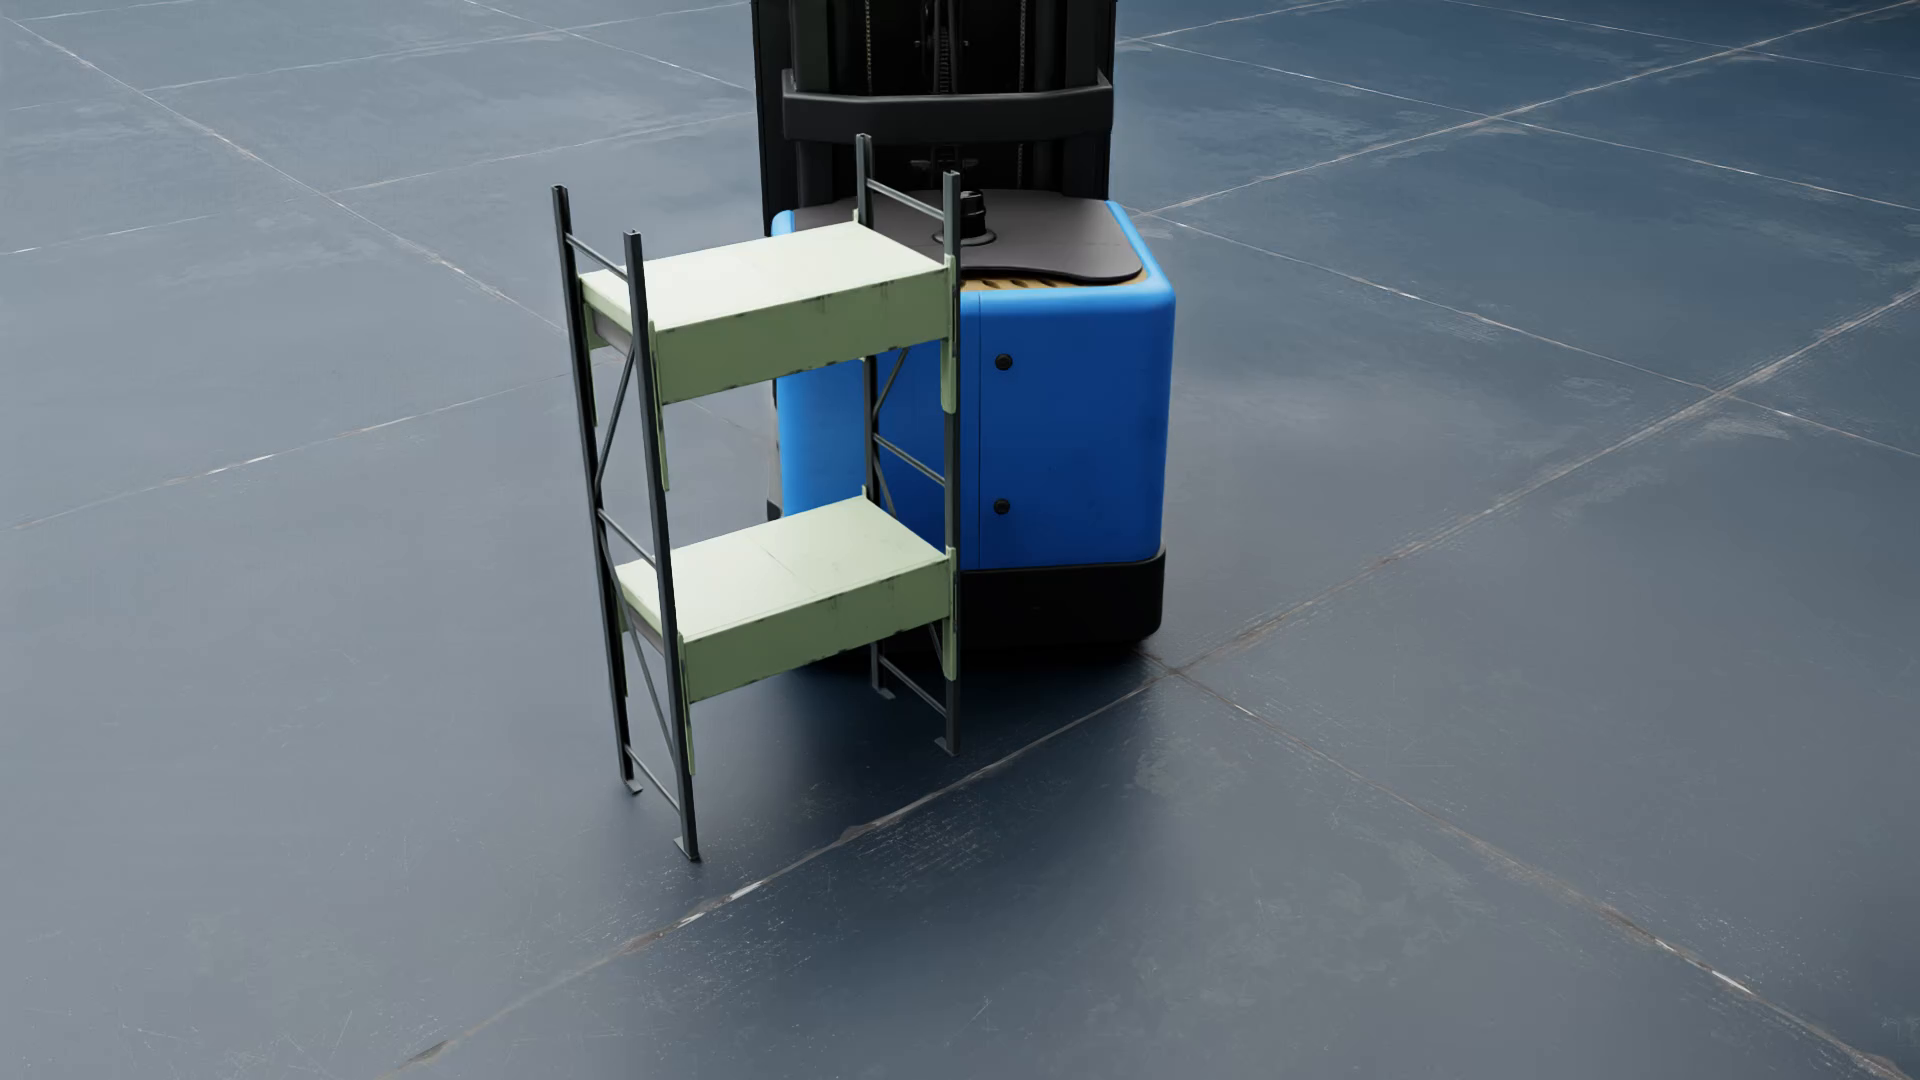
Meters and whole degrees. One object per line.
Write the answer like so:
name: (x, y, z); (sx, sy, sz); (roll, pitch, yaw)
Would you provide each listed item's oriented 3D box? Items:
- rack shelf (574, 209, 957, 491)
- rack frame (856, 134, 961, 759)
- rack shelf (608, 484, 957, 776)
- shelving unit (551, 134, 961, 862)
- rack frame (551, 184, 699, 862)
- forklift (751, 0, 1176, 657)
rack shelf: (-0.422, -0.437, 3.648); (0.720, 0.370, 0.431); (-18, 33, -29)
rack frame: (-0.118, -0.189, 4.012); (0.023, 1.500, 0.400); (-18, 33, -29)
rack shelf: (-0.422, 0.195, 3.986); (0.720, 0.370, 0.431); (-18, 33, -29)
shelving unit: (-0.422, -0.093, 3.832); (0.755, 1.500, 0.431); (-18, 33, -29)
rack frame: (-0.726, 0.003, 3.652); (0.023, 1.500, 0.400); (-18, 33, -29)
forklift: (-0.104, -1.643, 5.214); (1.130, 2.935, 3.031); (-3, 28, -5)
